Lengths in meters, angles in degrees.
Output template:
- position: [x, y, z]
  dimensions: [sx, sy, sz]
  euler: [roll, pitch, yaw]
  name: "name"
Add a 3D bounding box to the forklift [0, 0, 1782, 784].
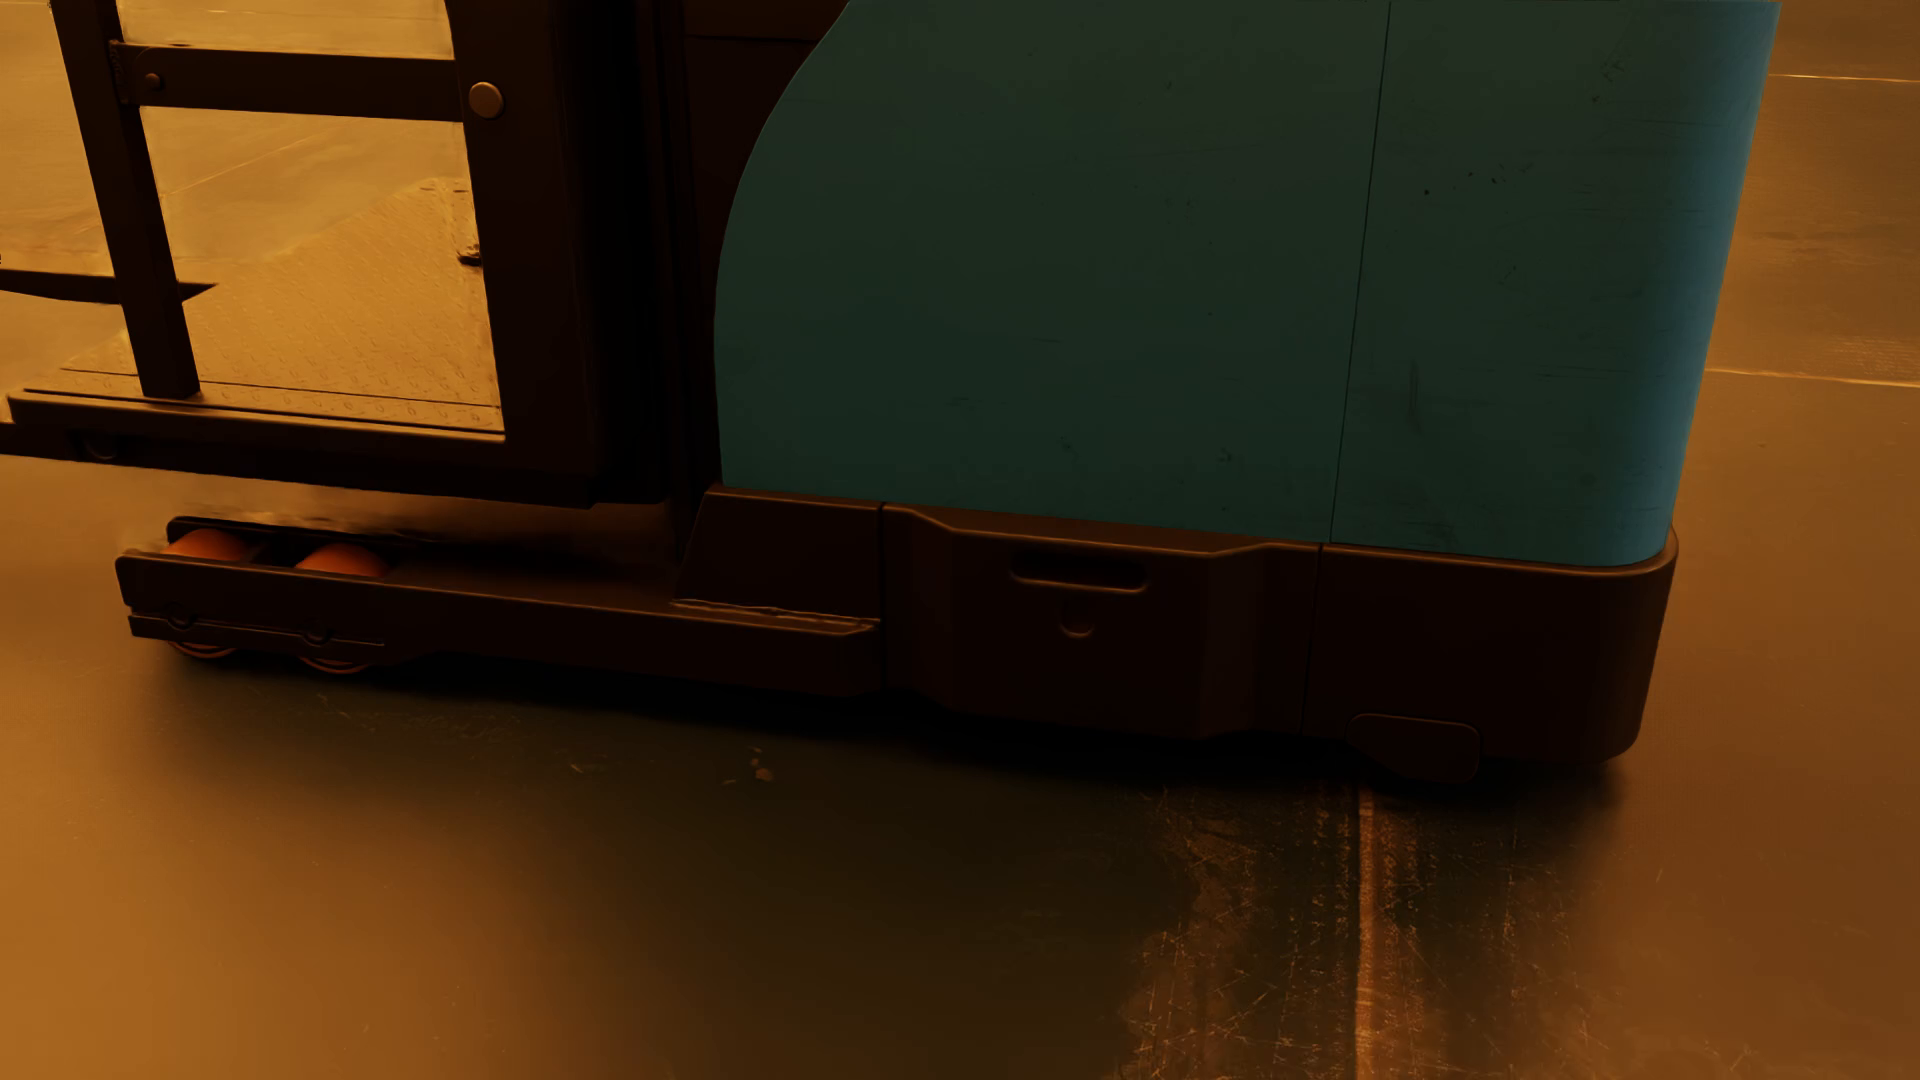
- position: [-0.611, -1.360, 1.942]
  dimensions: [3.031, 2.935, 1.130]
  euler: [6, 27, 11]
  name: "forklift"
